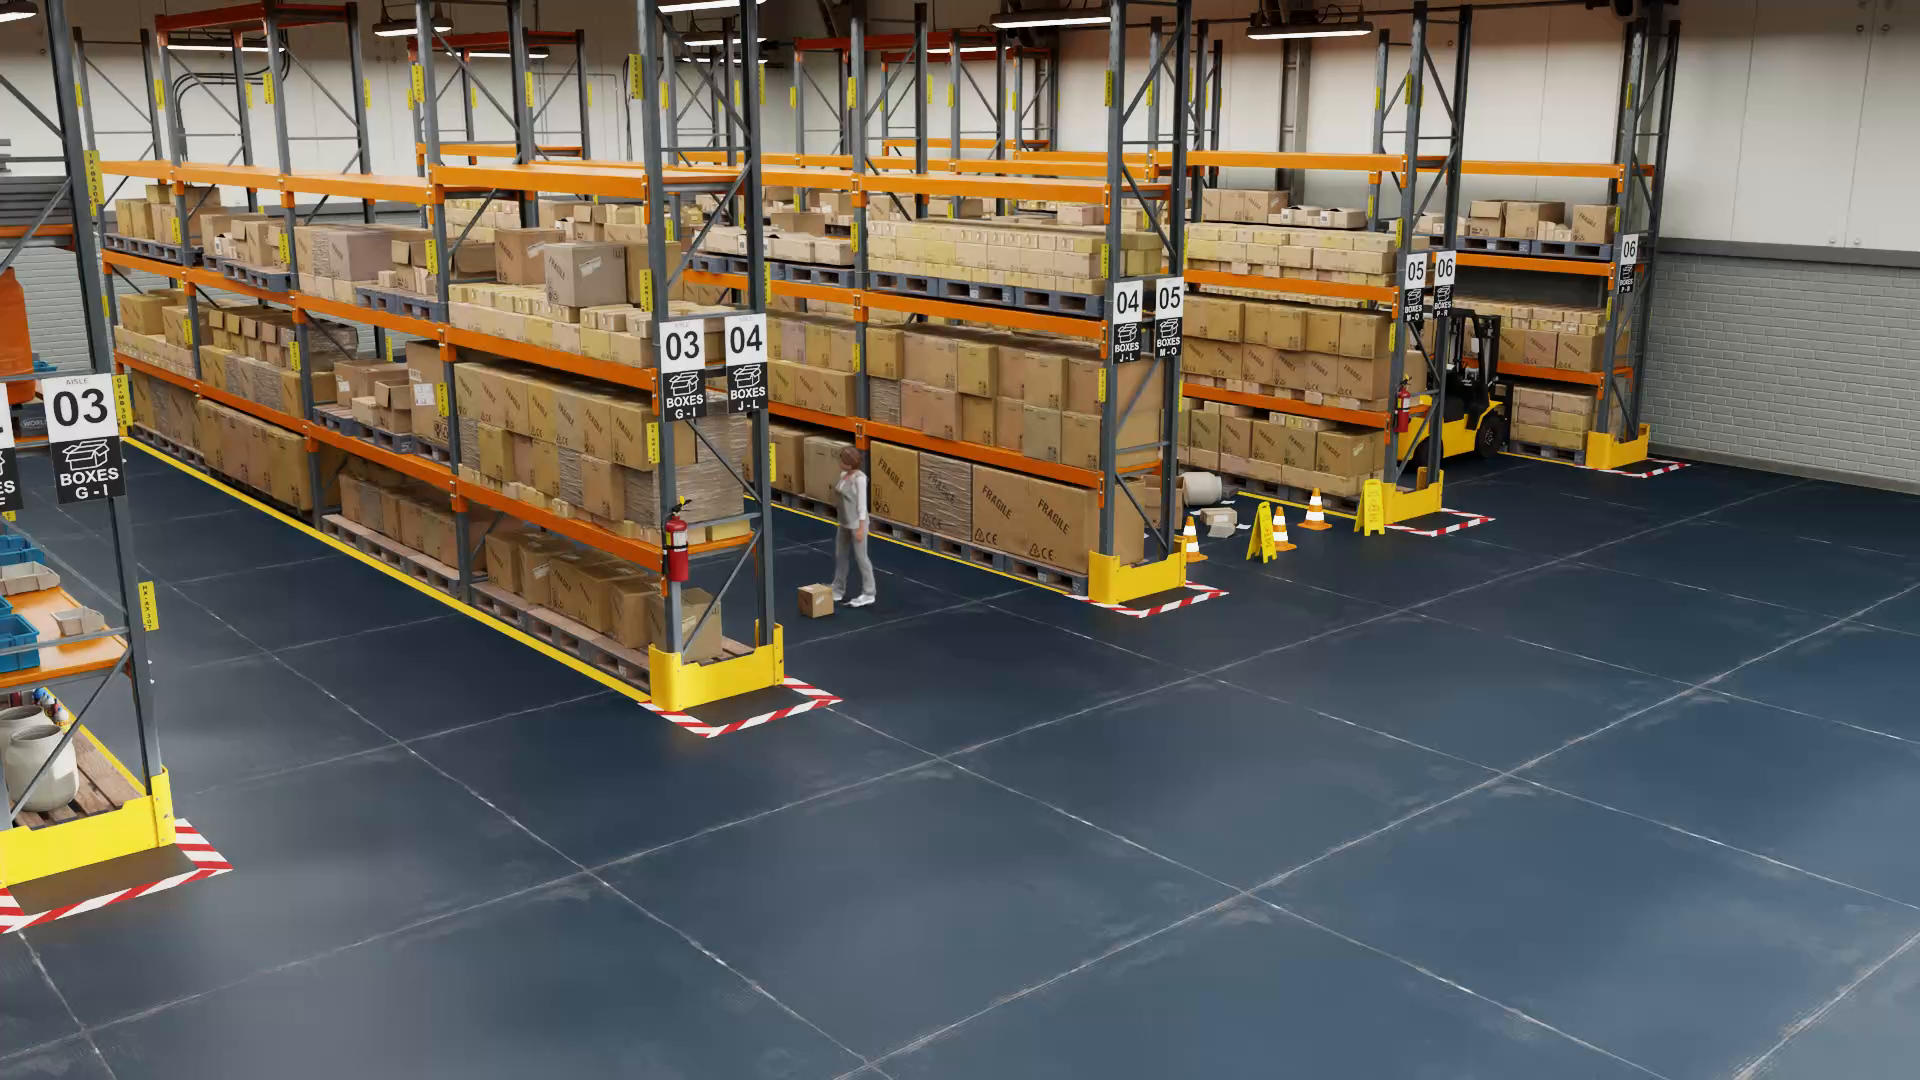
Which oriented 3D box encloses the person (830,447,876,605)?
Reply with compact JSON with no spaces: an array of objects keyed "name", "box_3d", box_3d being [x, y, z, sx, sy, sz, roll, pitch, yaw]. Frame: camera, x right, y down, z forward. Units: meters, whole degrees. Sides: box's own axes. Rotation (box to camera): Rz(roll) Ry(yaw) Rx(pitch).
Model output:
[{"name":"person","box_3d":[-1.121,-0.132,16.506,0.516,1.593,0.439,-9,17,-32]}]
